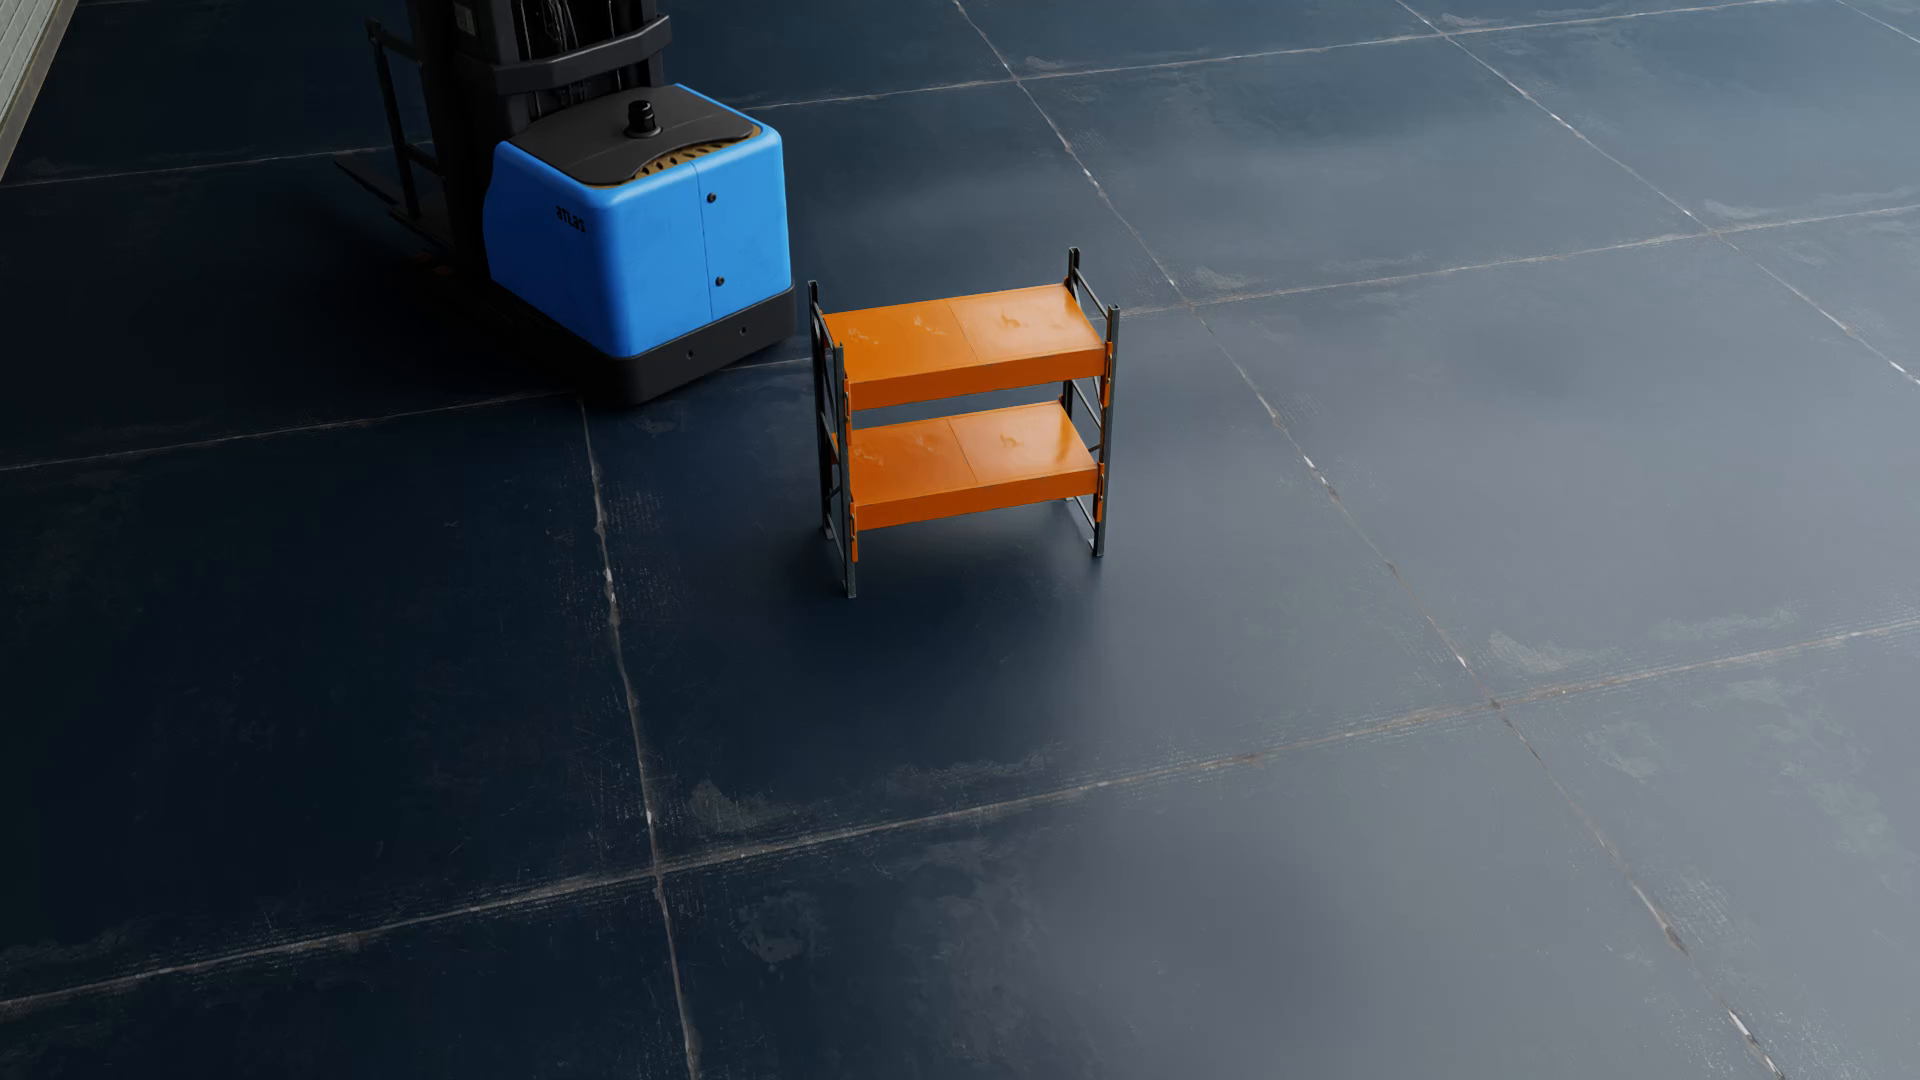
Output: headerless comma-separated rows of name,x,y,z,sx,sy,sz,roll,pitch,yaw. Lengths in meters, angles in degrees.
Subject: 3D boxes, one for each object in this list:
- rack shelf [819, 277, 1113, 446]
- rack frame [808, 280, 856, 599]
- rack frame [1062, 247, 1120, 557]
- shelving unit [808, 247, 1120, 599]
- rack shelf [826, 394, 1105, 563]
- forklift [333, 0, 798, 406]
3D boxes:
rack shelf,0.007,-0.680,6.232,1.000,0.278,0.538,-9,38,-12
rack frame,-0.484,-0.367,6.304,0.032,1.125,0.500,-9,38,-12
rack frame,0.497,-0.528,6.515,0.032,1.125,0.500,-9,38,-12
shelving unit,0.007,-0.448,6.410,1.048,1.125,0.538,-9,38,-12
rack shelf,0.007,-0.254,6.558,1.000,0.278,0.538,-9,38,-12
forklift,-2.157,-2.563,7.689,1.130,2.935,3.031,-30,47,-33
